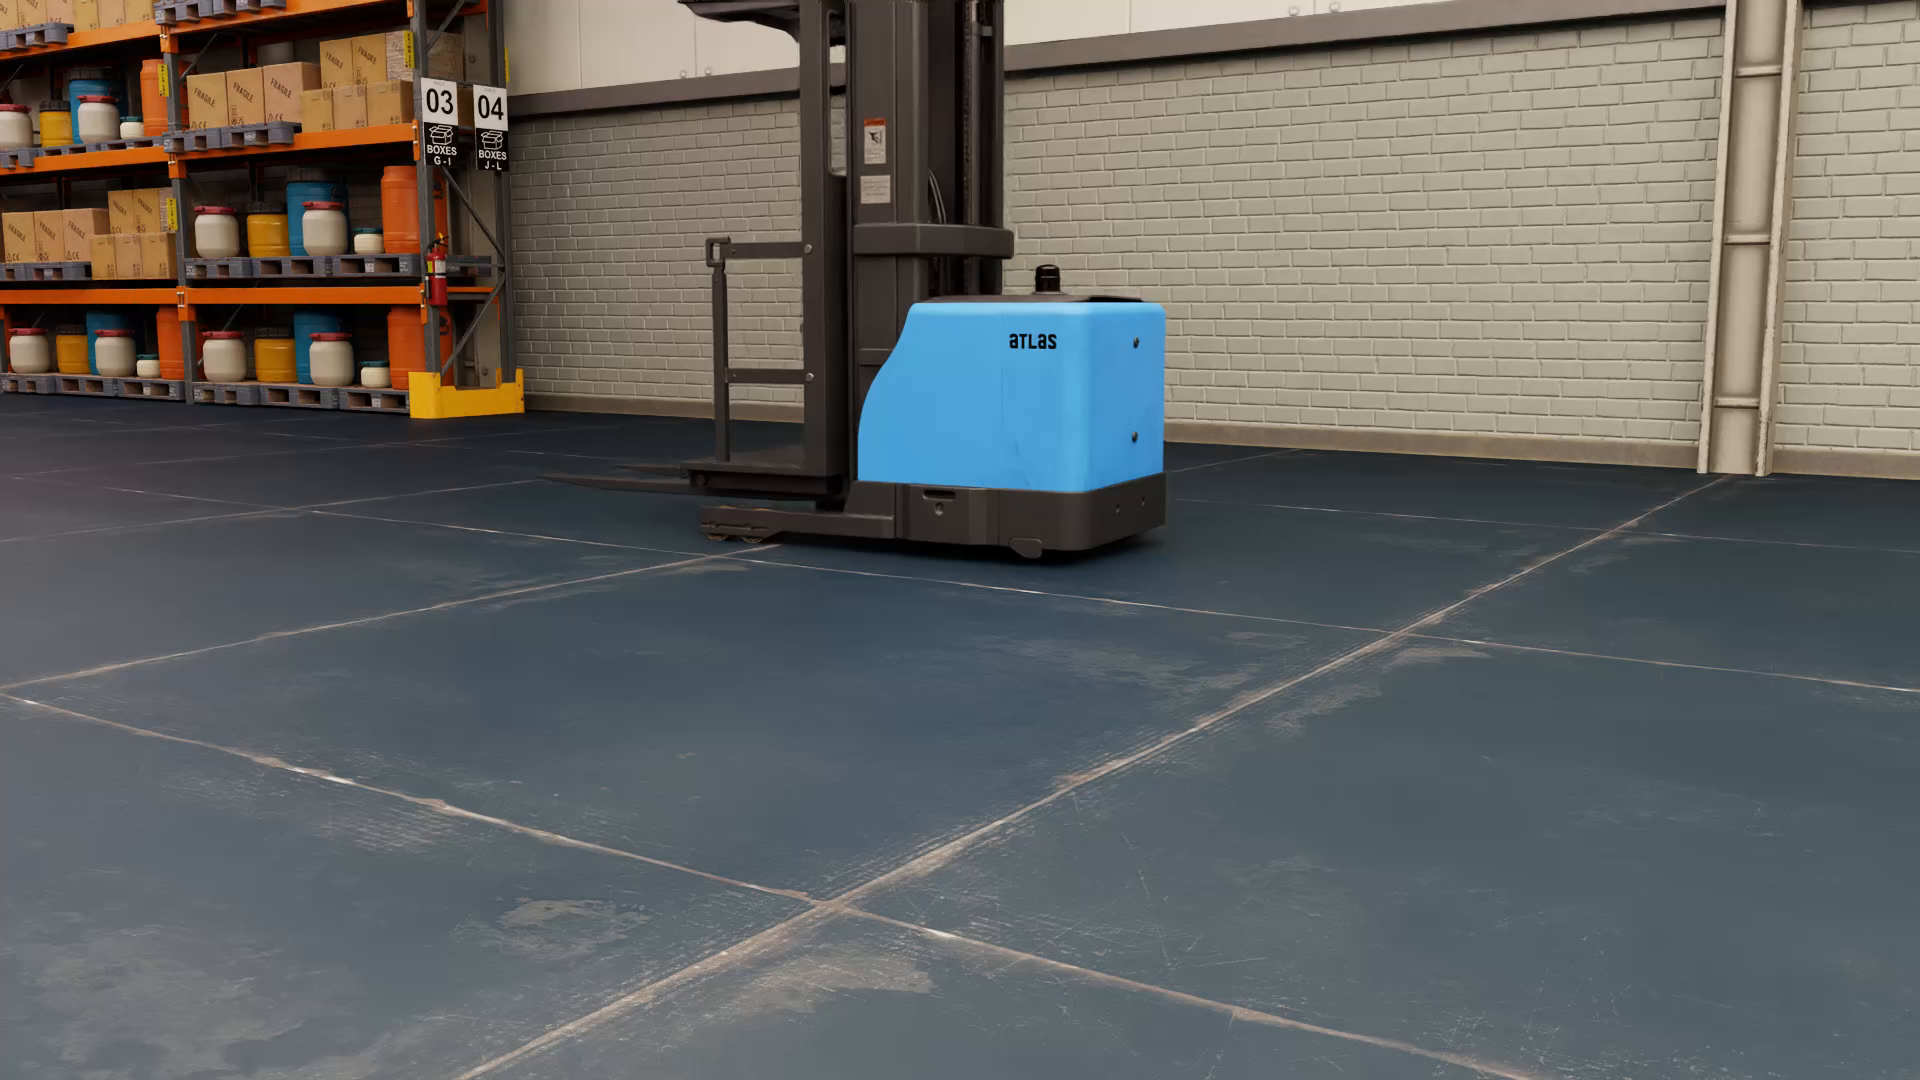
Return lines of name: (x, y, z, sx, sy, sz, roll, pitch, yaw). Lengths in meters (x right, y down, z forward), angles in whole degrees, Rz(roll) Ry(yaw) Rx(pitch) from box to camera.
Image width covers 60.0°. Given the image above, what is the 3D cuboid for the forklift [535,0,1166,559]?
forklift: (-0.613, -1.493, 7.693, 3.031, 2.935, 1.130, 4, 9, 27)
